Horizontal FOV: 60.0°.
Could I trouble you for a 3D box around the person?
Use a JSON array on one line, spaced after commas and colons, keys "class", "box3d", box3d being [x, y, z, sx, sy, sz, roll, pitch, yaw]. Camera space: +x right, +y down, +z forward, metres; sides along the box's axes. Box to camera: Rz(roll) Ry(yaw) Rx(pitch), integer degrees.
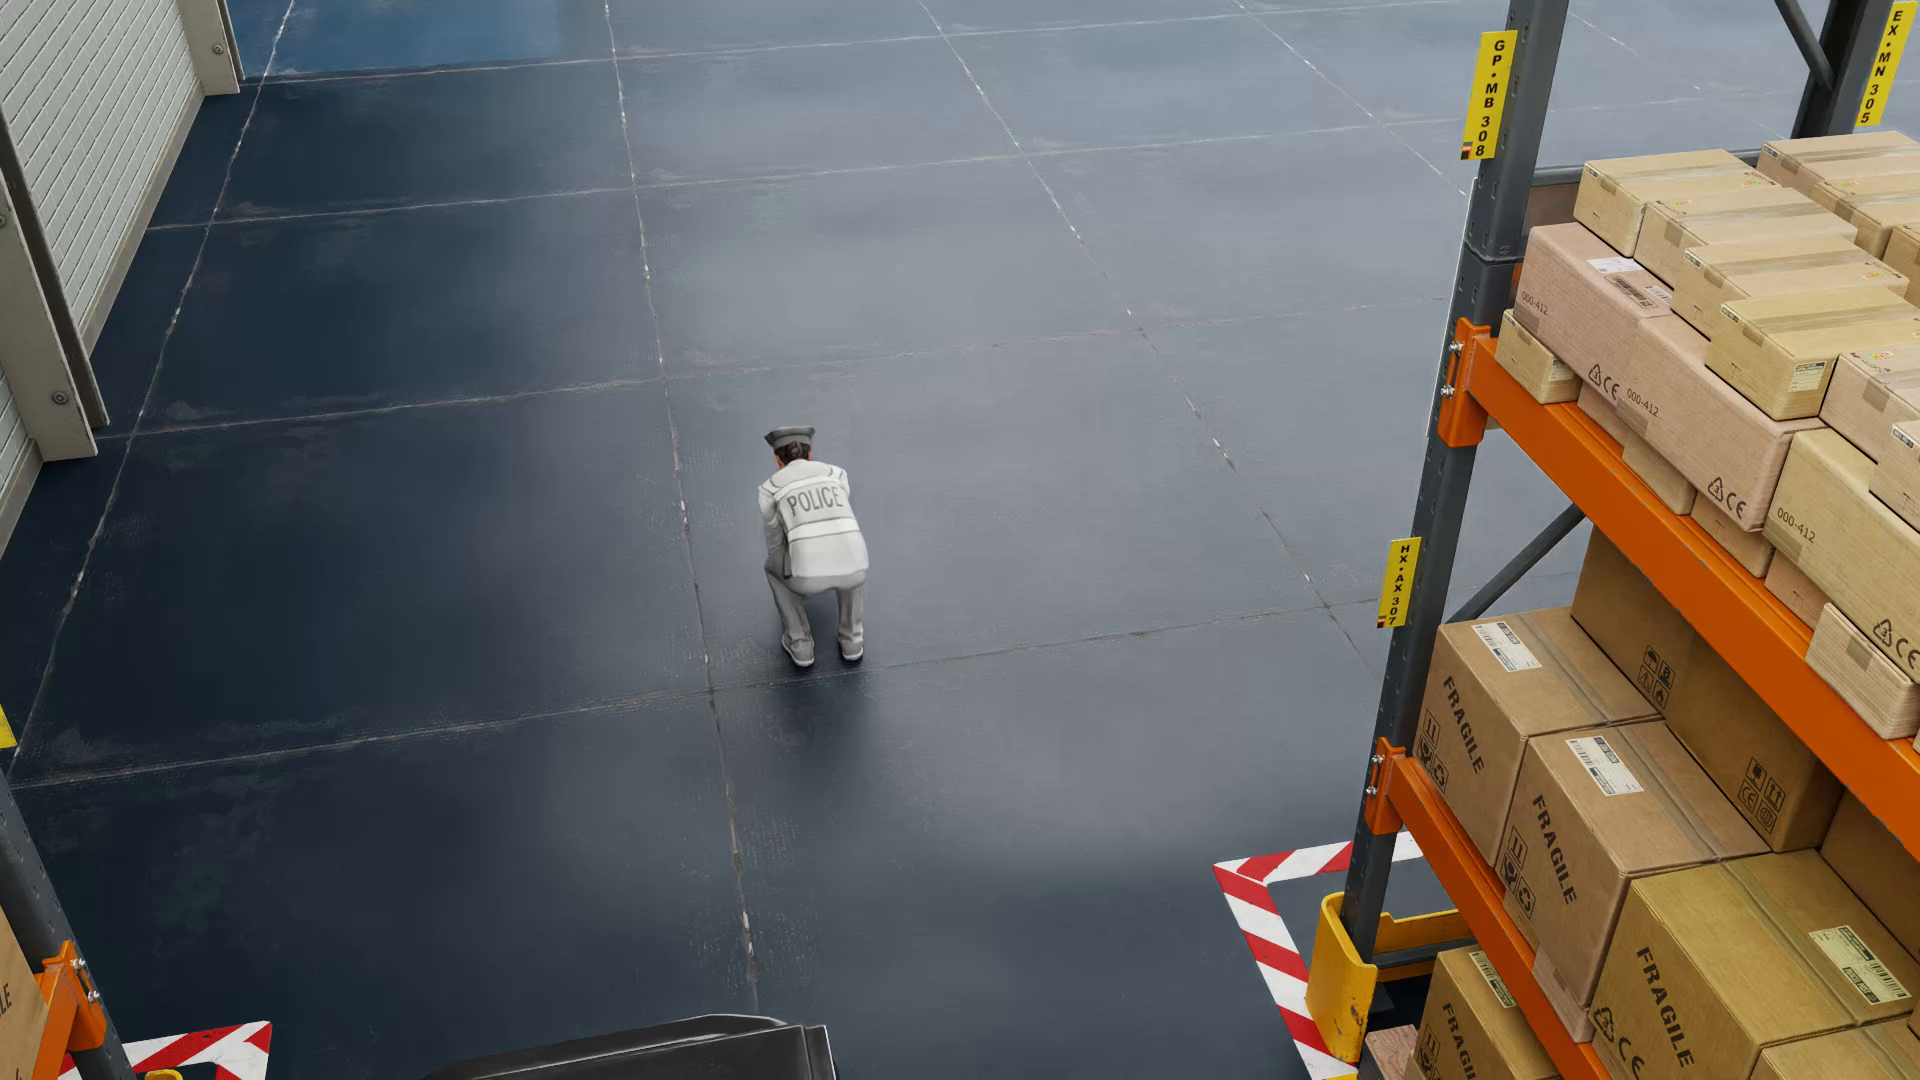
[{"class": "person", "box3d": [-0.693, 0.028, 7.714, 0.424, 0.978, 0.892, -8, 35, -12]}]
